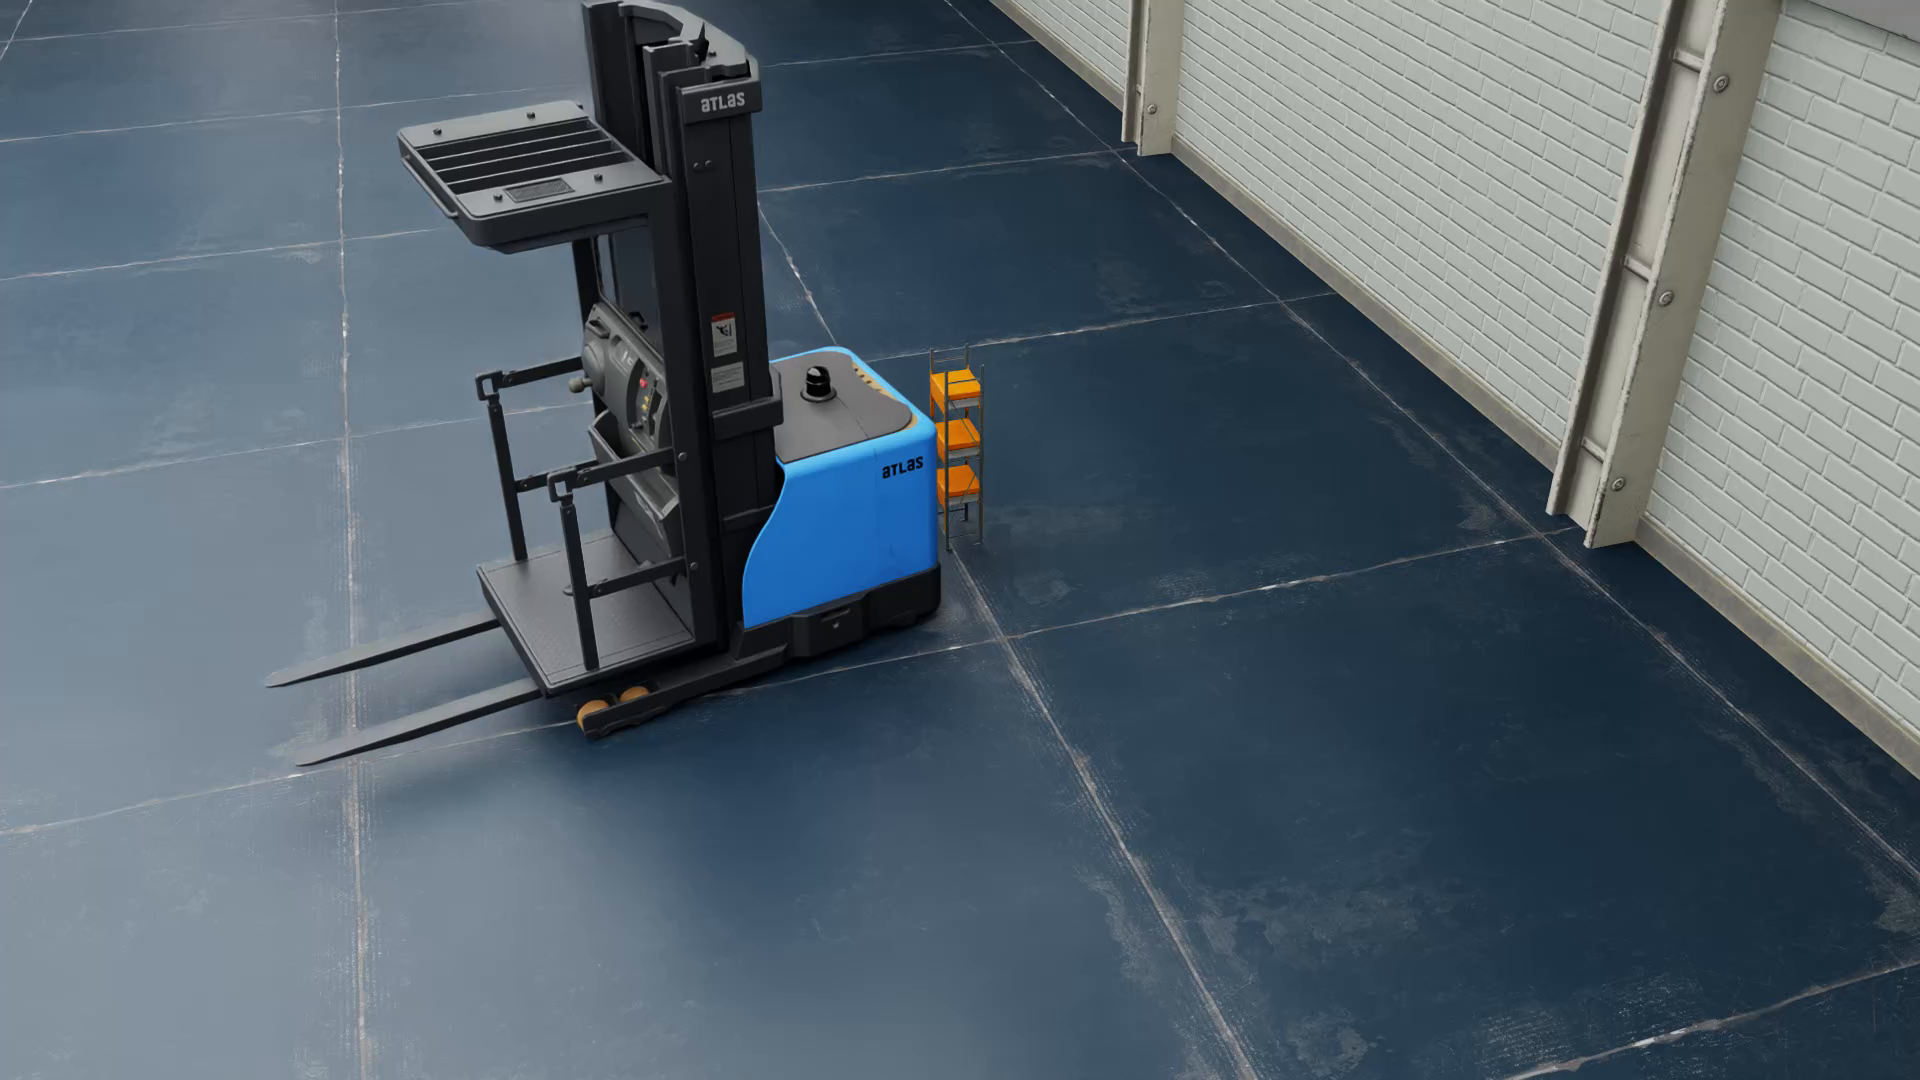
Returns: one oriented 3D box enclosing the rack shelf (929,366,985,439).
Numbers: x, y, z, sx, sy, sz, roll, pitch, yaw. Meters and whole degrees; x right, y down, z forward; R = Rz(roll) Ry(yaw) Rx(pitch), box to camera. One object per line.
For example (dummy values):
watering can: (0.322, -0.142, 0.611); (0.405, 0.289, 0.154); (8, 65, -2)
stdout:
rack shelf: (-0.016, -0.694, 8.352); (0.215, 0.259, 0.240); (-10, 35, -15)

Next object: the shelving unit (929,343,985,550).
shelving unit: (-0.016, -0.466, 8.503); (0.215, 1.050, 0.252); (-10, 35, -15)

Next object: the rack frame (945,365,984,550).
rack frame: (0.021, -0.402, 8.406); (0.200, 1.050, 0.008); (-10, 35, -15)

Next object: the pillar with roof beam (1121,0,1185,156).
pillar with roof beam: (-2.560, -6.263, 10.066); (9.100, 9.000, 0.400); (-10, 35, -15)

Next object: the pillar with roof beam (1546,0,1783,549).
pillar with roof beam: (-0.730, -3.113, 5.299); (9.100, 9.000, 0.400); (-10, 35, -15)

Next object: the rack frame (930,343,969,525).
rack frame: (-0.054, -0.530, 8.600); (0.200, 1.050, 0.008); (-10, 35, -15)

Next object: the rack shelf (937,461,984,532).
rack shelf: (-0.016, -0.225, 8.662); (0.215, 0.259, 0.240); (-10, 35, -15)

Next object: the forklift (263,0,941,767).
forklift: (-1.626, -0.675, 7.113); (3.031, 2.935, 1.130); (-18, 37, -25)

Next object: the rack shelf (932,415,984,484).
rack shelf: (-0.016, -0.457, 8.509); (0.215, 0.259, 0.240); (-10, 35, -15)
